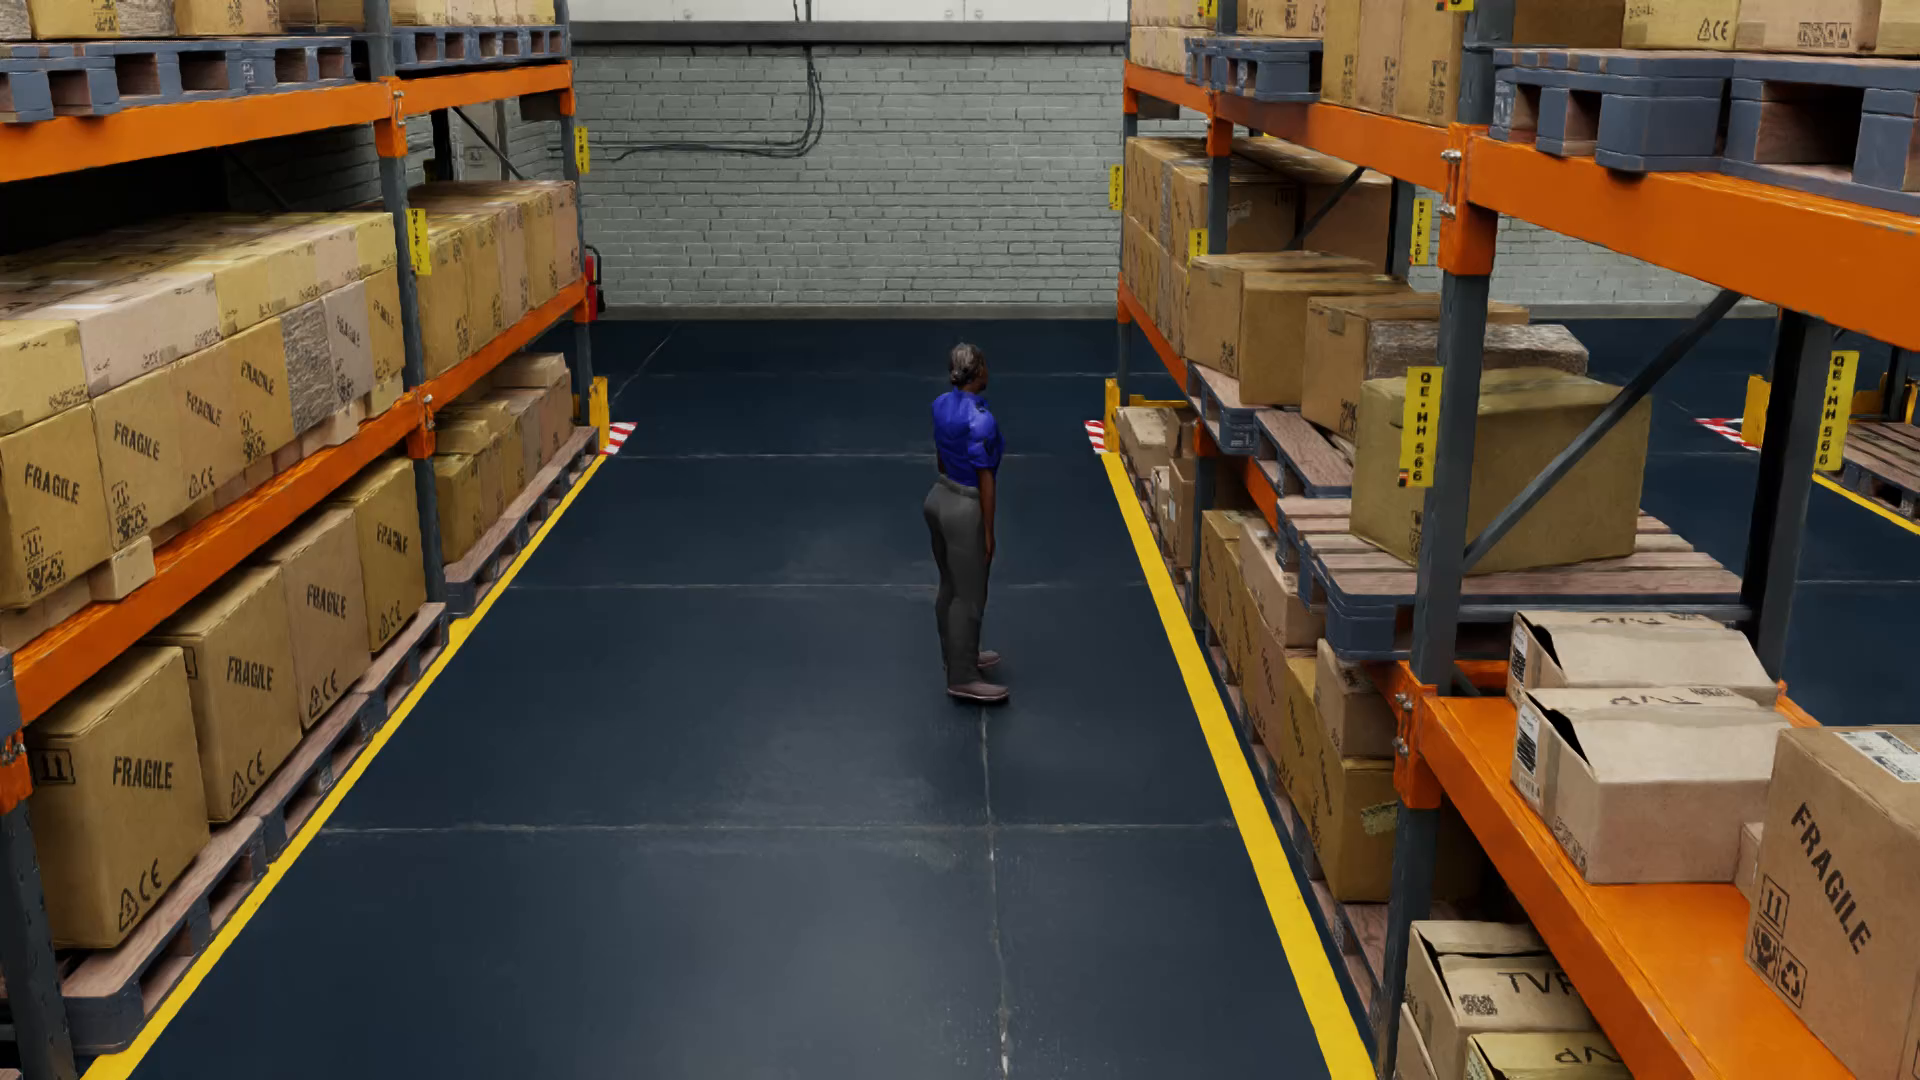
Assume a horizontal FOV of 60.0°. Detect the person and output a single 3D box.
[{"bbox_3d":[0.022,-0.136,7.771,0.319,1.588,0.493,-9,20,-28],"label":"person"}]
